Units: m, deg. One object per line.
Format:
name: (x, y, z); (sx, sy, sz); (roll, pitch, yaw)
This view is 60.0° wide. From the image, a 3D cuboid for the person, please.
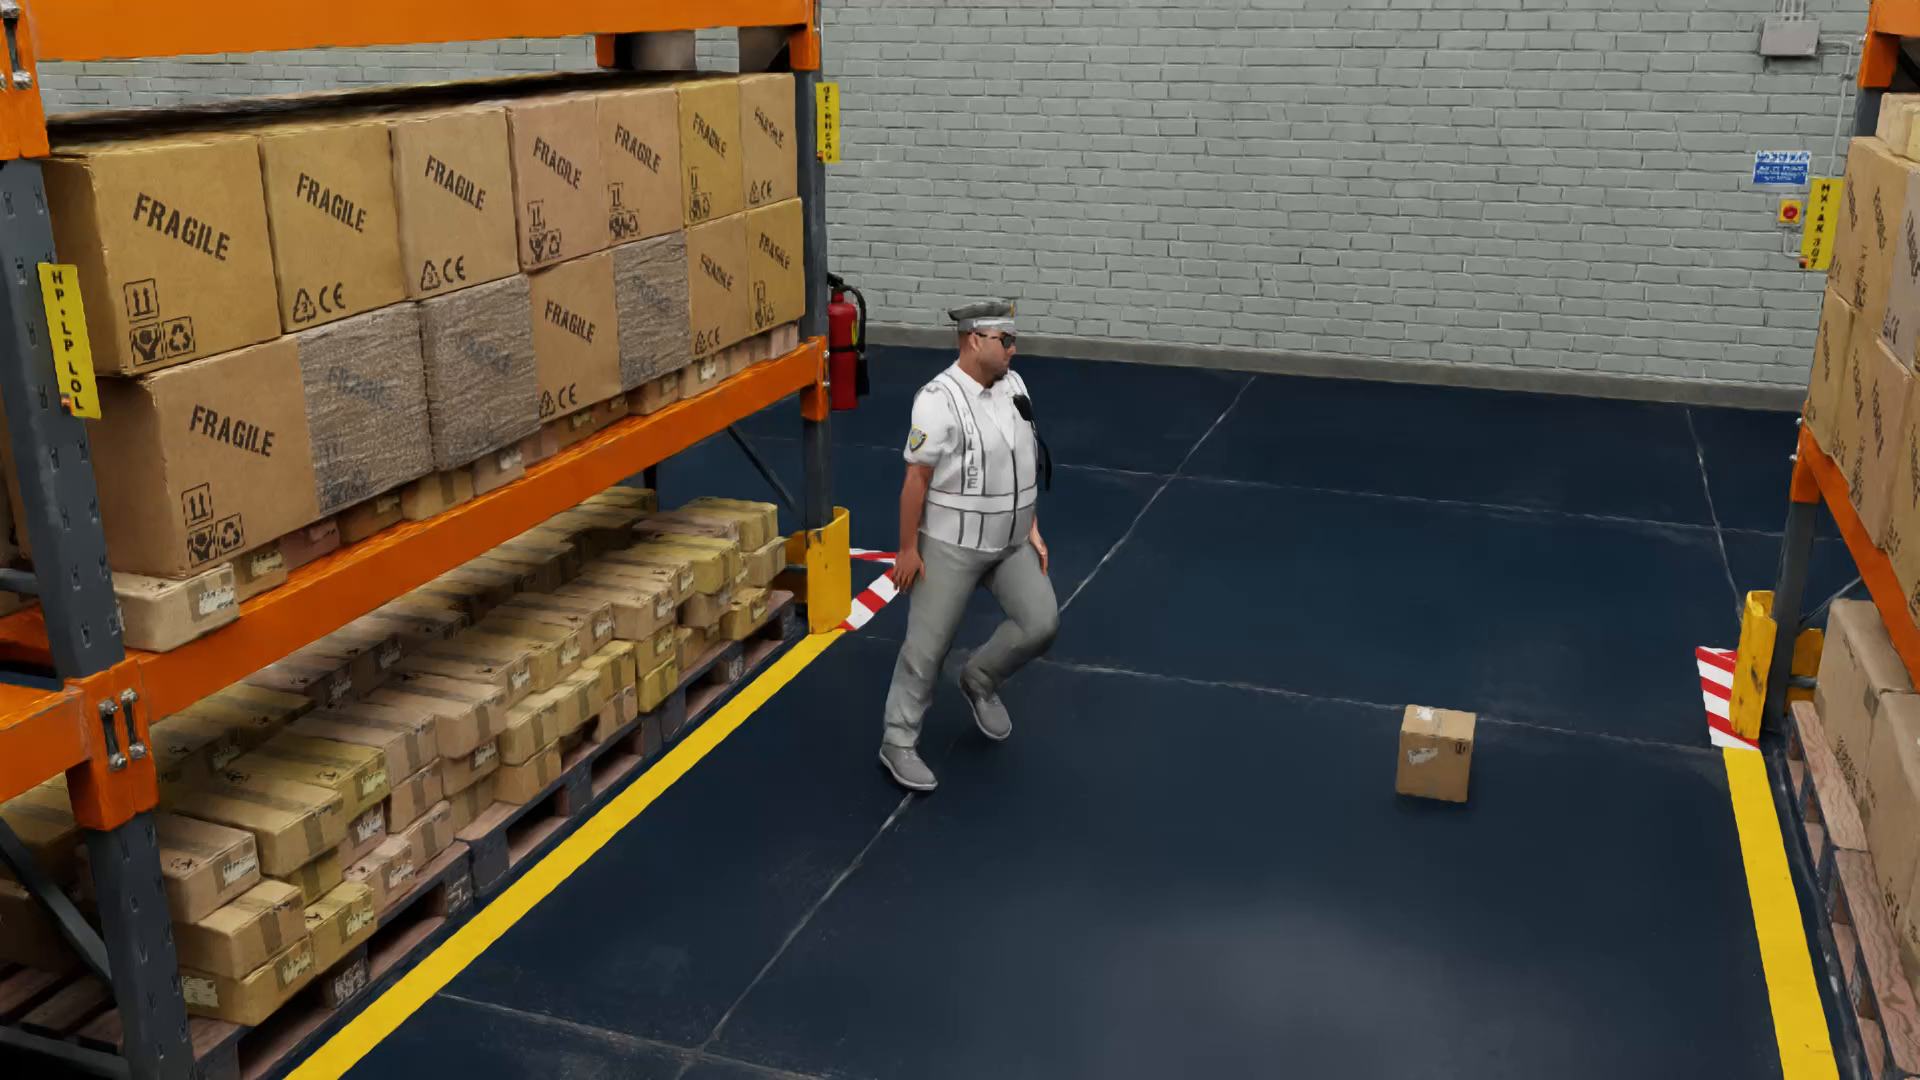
person: (0.023, 0.004, 6.009); (0.674, 1.746, 0.454); (-18, 25, -42)
